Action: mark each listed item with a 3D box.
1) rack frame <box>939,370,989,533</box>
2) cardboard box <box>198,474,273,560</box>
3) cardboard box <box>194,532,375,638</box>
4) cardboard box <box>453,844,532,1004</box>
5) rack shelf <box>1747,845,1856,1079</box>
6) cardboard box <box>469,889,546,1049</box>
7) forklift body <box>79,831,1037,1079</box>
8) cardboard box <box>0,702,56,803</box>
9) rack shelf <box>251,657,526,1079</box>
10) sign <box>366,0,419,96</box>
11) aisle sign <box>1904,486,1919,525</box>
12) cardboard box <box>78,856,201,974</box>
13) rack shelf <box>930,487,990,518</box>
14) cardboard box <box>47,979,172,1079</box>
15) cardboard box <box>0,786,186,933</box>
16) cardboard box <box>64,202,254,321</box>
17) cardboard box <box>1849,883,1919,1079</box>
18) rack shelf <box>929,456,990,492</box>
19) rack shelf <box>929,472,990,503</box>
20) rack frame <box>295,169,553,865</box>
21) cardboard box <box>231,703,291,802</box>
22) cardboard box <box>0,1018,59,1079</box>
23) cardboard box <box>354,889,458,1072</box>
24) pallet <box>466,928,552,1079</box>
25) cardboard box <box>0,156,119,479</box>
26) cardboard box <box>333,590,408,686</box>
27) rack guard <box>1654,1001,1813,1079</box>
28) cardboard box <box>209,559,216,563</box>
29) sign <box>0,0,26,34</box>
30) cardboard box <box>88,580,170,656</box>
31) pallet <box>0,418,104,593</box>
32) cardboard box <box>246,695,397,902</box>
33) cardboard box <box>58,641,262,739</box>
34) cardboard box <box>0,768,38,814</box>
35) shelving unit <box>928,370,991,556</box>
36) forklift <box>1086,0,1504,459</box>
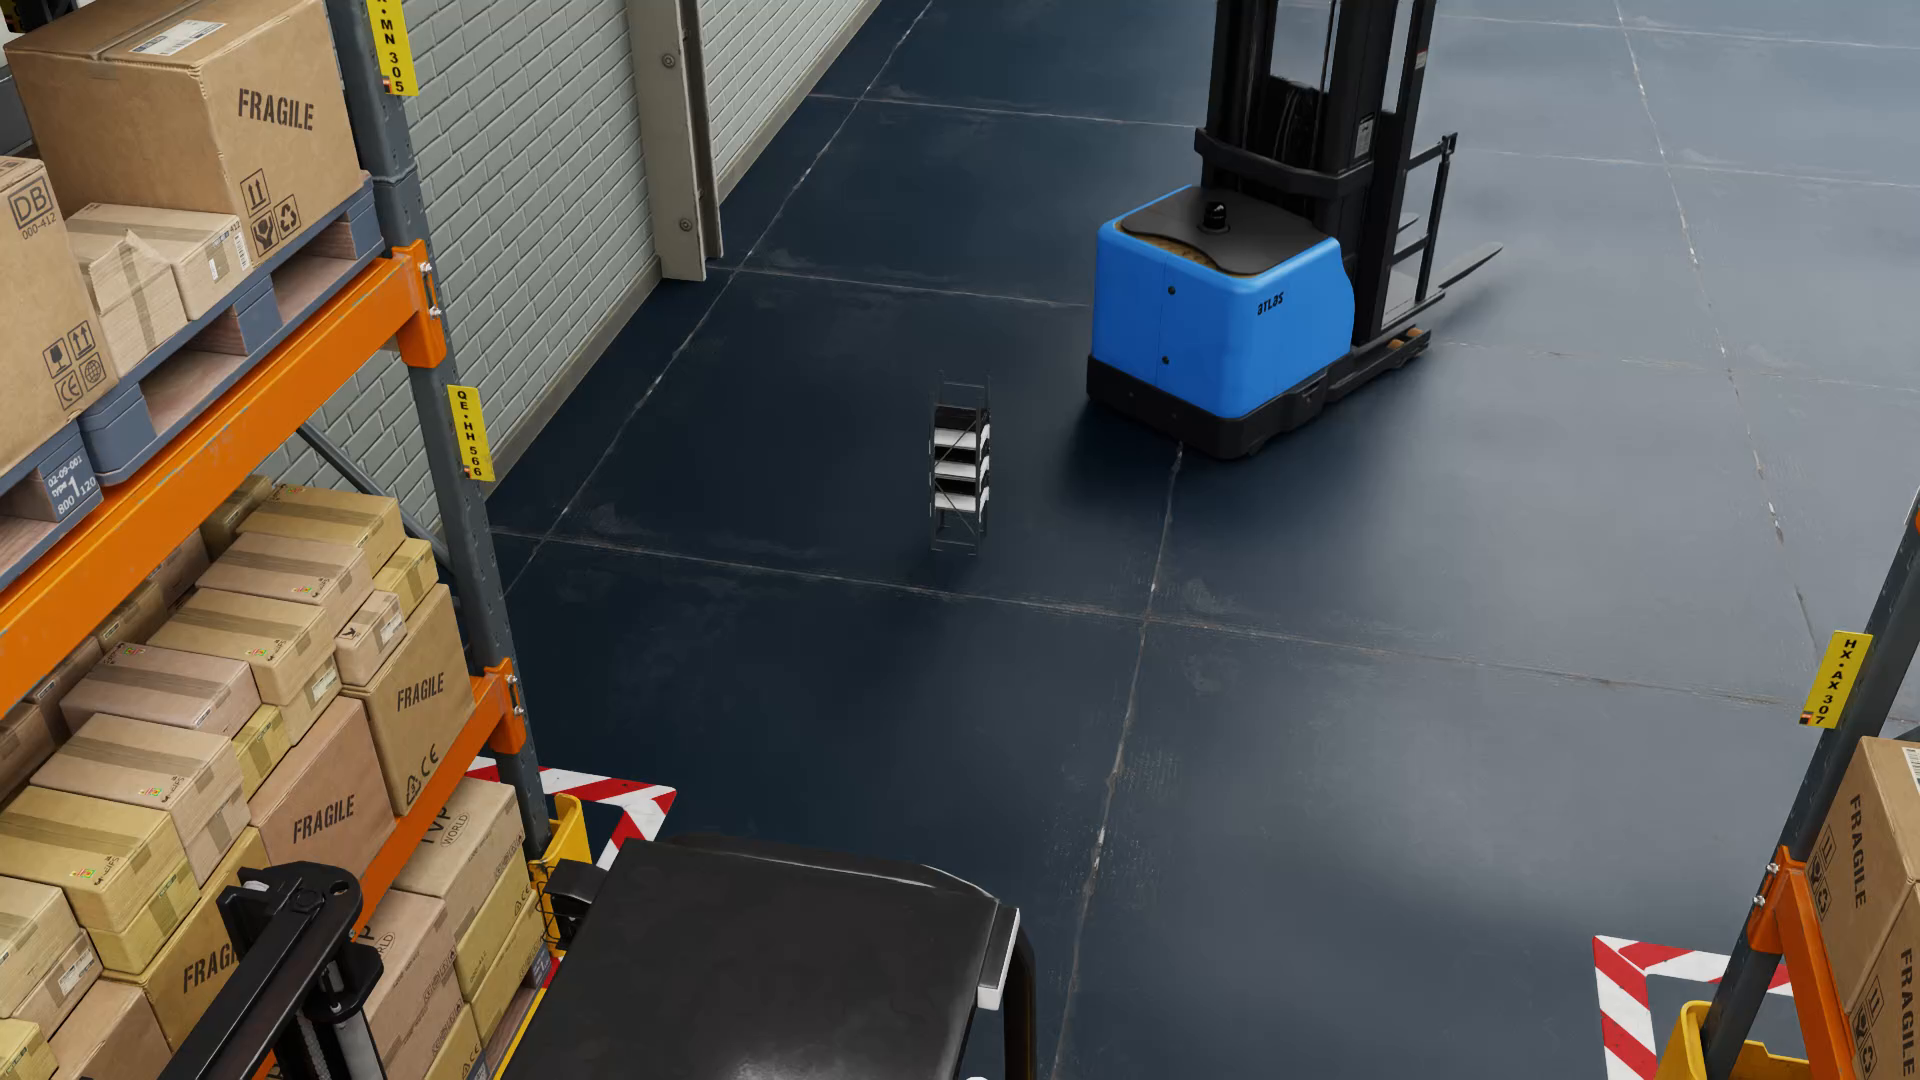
[{"bbox_3d":[0.020,-0.418,8.060,0.240,0.900,0.006,7,37,10],"label":"rack frame"},{"bbox_3d":[-2.262,-0.084,4.918,0.380,0.149,0.250,7,36,9],"label":"cardboard box"},{"bbox_3d":[-1.874,0.127,4.627,0.380,0.149,0.250,7,37,10],"label":"cardboard box"},{"bbox_3d":[-1.780,1.233,5.552,0.500,0.250,0.500,7,36,9],"label":"cardboard box"},{"bbox_3d":[2.441,2.232,3.228,1.077,0.370,4.000,7,37,10],"label":"rack shelf"},{"bbox_3d":[-1.773,1.426,5.711,0.500,0.250,0.500,8,37,10],"label":"cardboard box"},{"bbox_3d":[-0.604,1.833,3.888,2.313,2.155,1.214,7,37,10],"label":"forklift body"},{"bbox_3d":[-2.492,0.509,4.100,0.380,0.149,0.250,8,37,11],"label":"cardboard box"},{"bbox_3d":[-2.409,1.612,4.083,1.077,0.370,4.000,7,37,10],"label":"rack shelf"},{"bbox_3d":[-1.454,-1.291,4.232,0.100,0.325,0.005,7,37,10],"label":"sign"},{"bbox_3d":[2.579,-0.333,3.938,0.394,0.787,0.004,7,37,10],"label":"aisle sign"},{"bbox_3d":[-2.032,0.843,3.893,0.380,0.149,0.250,8,37,10],"label":"cardboard box"},{"bbox_3d":[-0.002,-0.187,8.105,0.258,0.077,0.200,7,37,10],"label":"rack shelf"},{"bbox_3d":[-2.156,1.328,3.776,0.500,0.500,0.500,8,37,10],"label":"cardboard box"},{"bbox_3d":[-2.027,0.726,3.800,0.380,0.149,0.250,8,37,11],"label":"cardboard box"},{"bbox_3d":[-1.862,-0.636,3.787,0.380,0.149,0.250,6,36,9],"label":"cardboard box"},{"bbox_3d":[2.389,1.167,3.745,0.500,0.500,0.500,8,37,11],"label":"cardboard box"},{"bbox_3d":[-0.002,-0.333,7.999,0.258,0.077,0.200,7,37,10],"label":"rack shelf"},{"bbox_3d":[-0.002,-0.260,8.052,0.258,0.077,0.200,7,37,10],"label":"rack shelf"},{"bbox_3d":[-1.981,0.174,5.454,1.000,3.000,0.127,7,37,10],"label":"rack frame"},{"bbox_3d":[-1.987,0.537,4.316,0.380,0.149,0.250,7,37,10],"label":"cardboard box"},{"bbox_3d":[-2.161,1.130,3.497,0.380,0.149,0.250,7,36,9],"label":"cardboard box"},{"bbox_3d":[-1.878,1.309,5.021,0.500,0.250,0.500,8,37,11],"label":"cardboard box"},{"bbox_3d":[-2.104,1.747,5.660,1.003,0.211,1.213,7,37,10],"label":"pallet"},{"bbox_3d":[-2.154,-0.433,3.207,0.700,0.500,0.500,8,37,10],"label":"cardboard box"},{"bbox_3d":[-1.807,0.255,4.704,0.380,0.149,0.250,8,37,11],"label":"cardboard box"},{"bbox_3d":[2.852,1.850,5.272,1.175,0.500,0.348,7,37,10],"label":"rack guard"},{"bbox_3d":[-2.307,0.033,5.011,0.380,0.149,0.250,6,36,9],"label":"cardboard box"},{"bbox_3d":[-2.522,-1.500,4.395,0.100,0.325,0.005,7,37,10],"label":"sign"},{"bbox_3d":[-2.393,0.215,4.506,0.380,0.149,0.250,8,37,11],"label":"cardboard box"},{"bbox_3d":[-2.416,0.099,3.077,1.003,0.211,1.213,7,37,10],"label":"pallet"},{"bbox_3d":[-1.950,0.745,4.581,0.500,0.500,0.500,8,37,11],"label":"cardboard box"},{"bbox_3d":[-2.030,0.414,4.231,0.380,0.149,0.250,8,37,10],"label":"cardboard box"},{"bbox_3d":[-2.597,0.607,4.219,0.380,0.149,0.250,8,37,10],"label":"cardboard box"},{"bbox_3d":[-0.002,-0.360,7.980,0.258,0.900,0.210,7,37,10],"label":"shelving unit"},{"bbox_3d":[2.103,-2.370,9.023,3.031,2.935,1.130,-30,46,-35],"label":"forklift"}]
